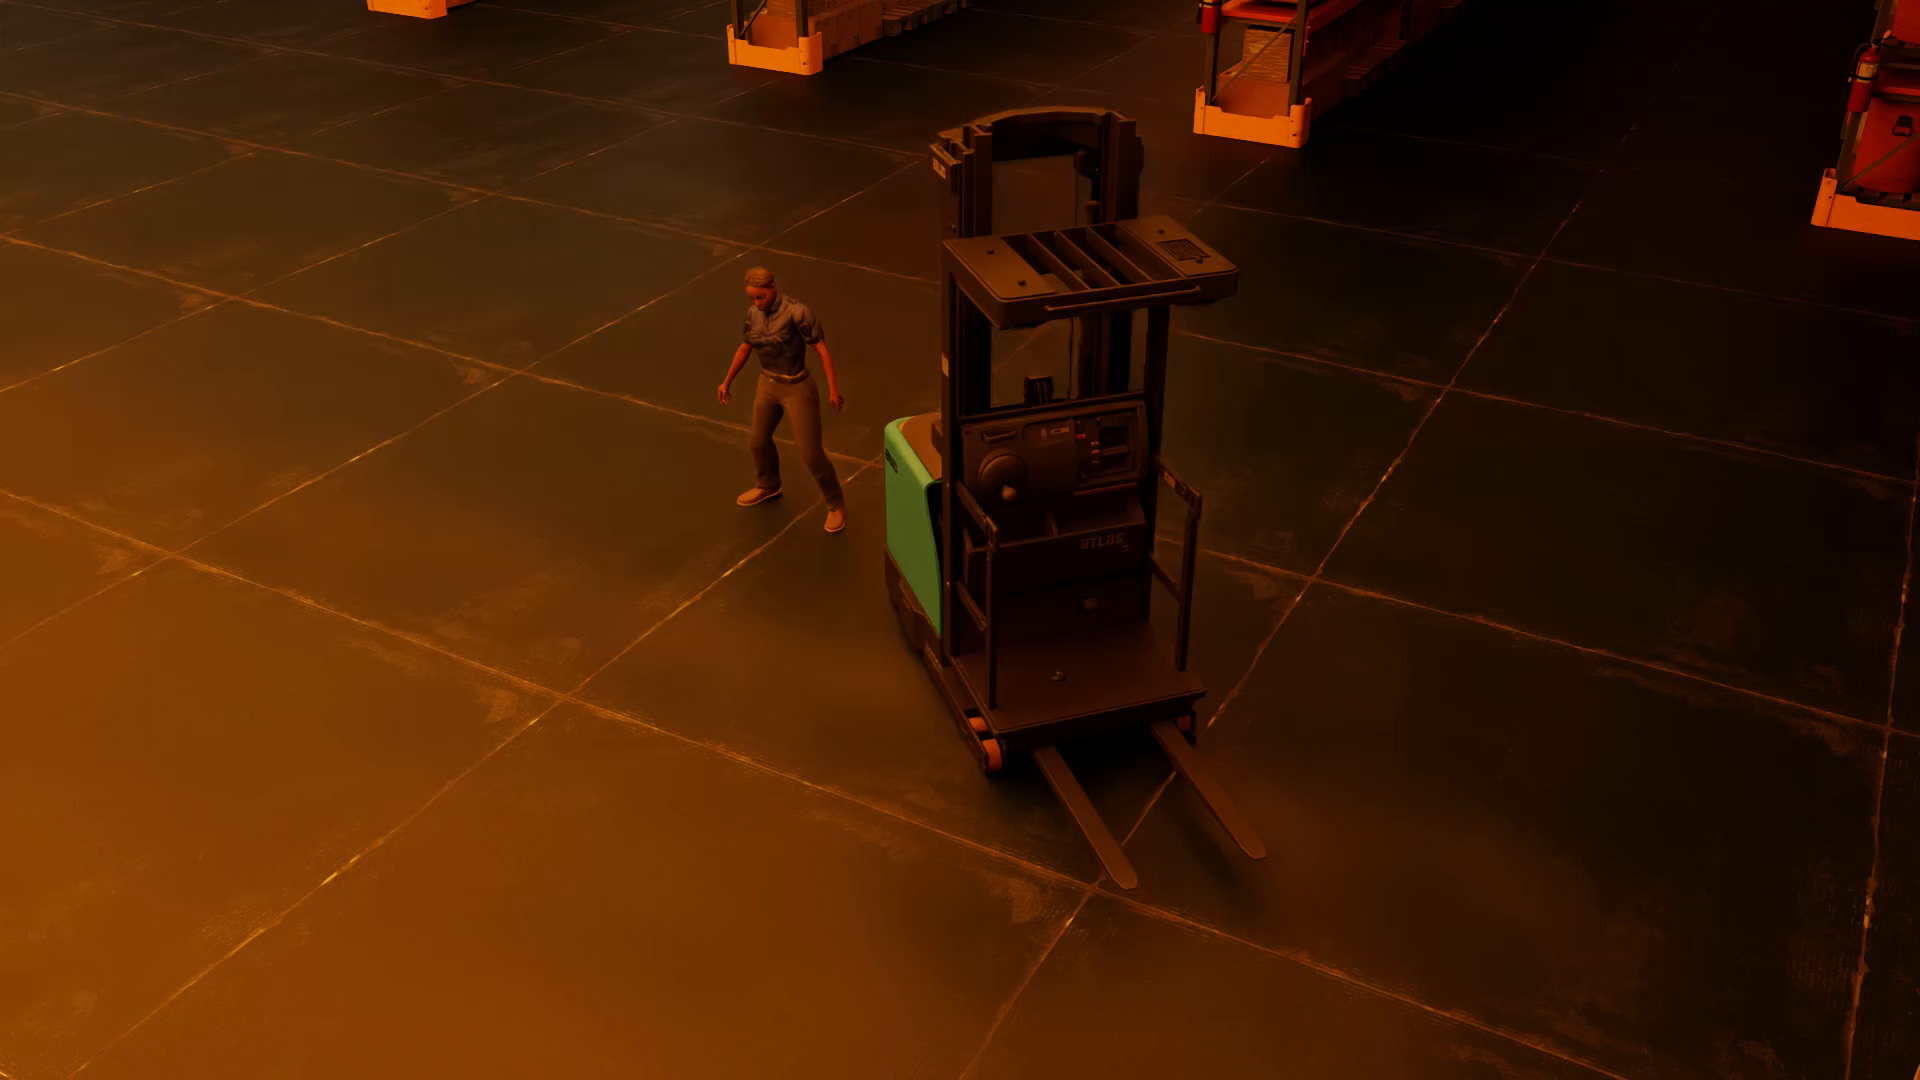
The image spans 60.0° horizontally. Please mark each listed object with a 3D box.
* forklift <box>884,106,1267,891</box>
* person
[{"bbox_3d":[0.528,-0.370,7.712,1.130,2.935,3.031,-10,31,-16],"label":"forklift"},{"bbox_3d":[-1.052,-0.865,9.921,0.838,1.599,0.345,18,34,28],"label":"person"}]
